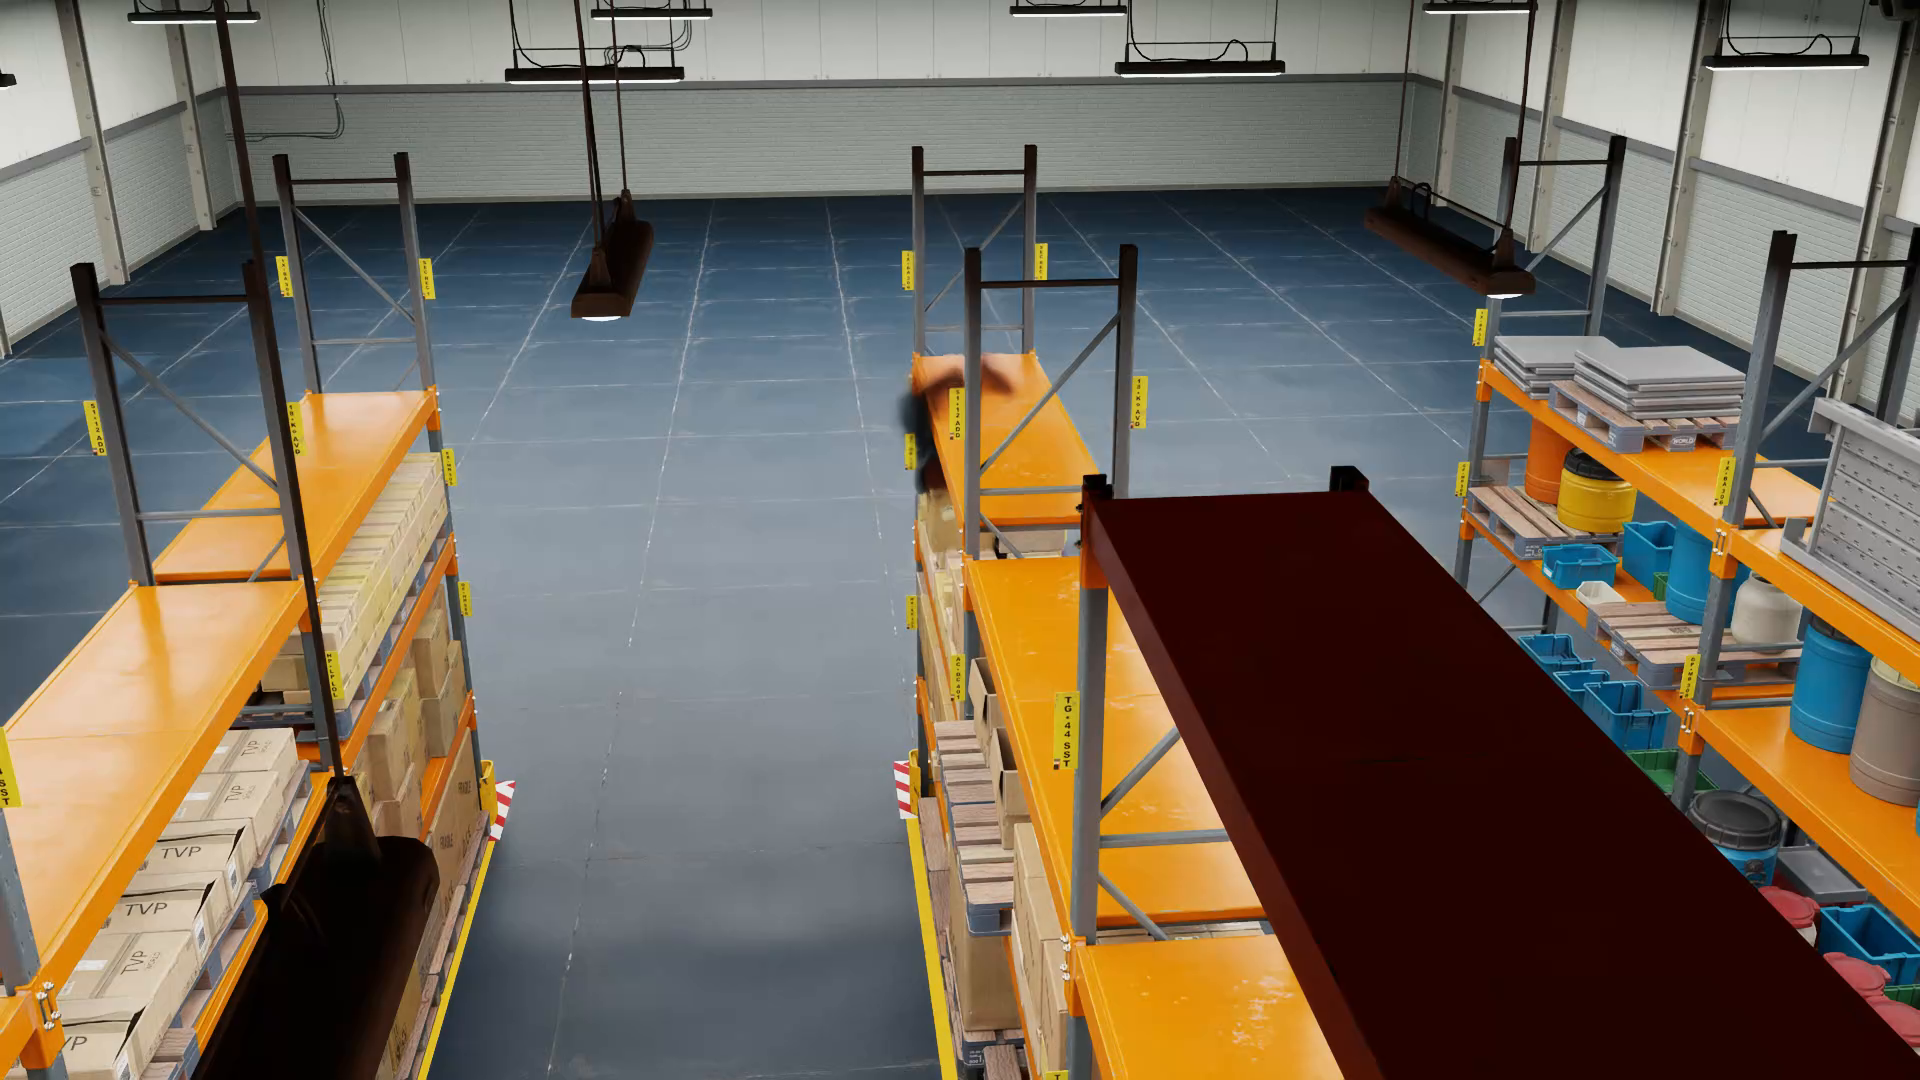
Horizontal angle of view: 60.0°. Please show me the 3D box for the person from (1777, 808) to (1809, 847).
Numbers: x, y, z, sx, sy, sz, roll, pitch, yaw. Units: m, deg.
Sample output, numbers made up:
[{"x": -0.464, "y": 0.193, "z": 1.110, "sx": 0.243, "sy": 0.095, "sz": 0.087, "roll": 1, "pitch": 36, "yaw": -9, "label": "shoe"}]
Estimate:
[{"x": 7.208, "y": 2.116, "z": 14.095, "sx": 0.618, "sy": 1.648, "sz": 0.742, "roll": -2, "pitch": 22, "yaw": -6, "label": "person"}]
